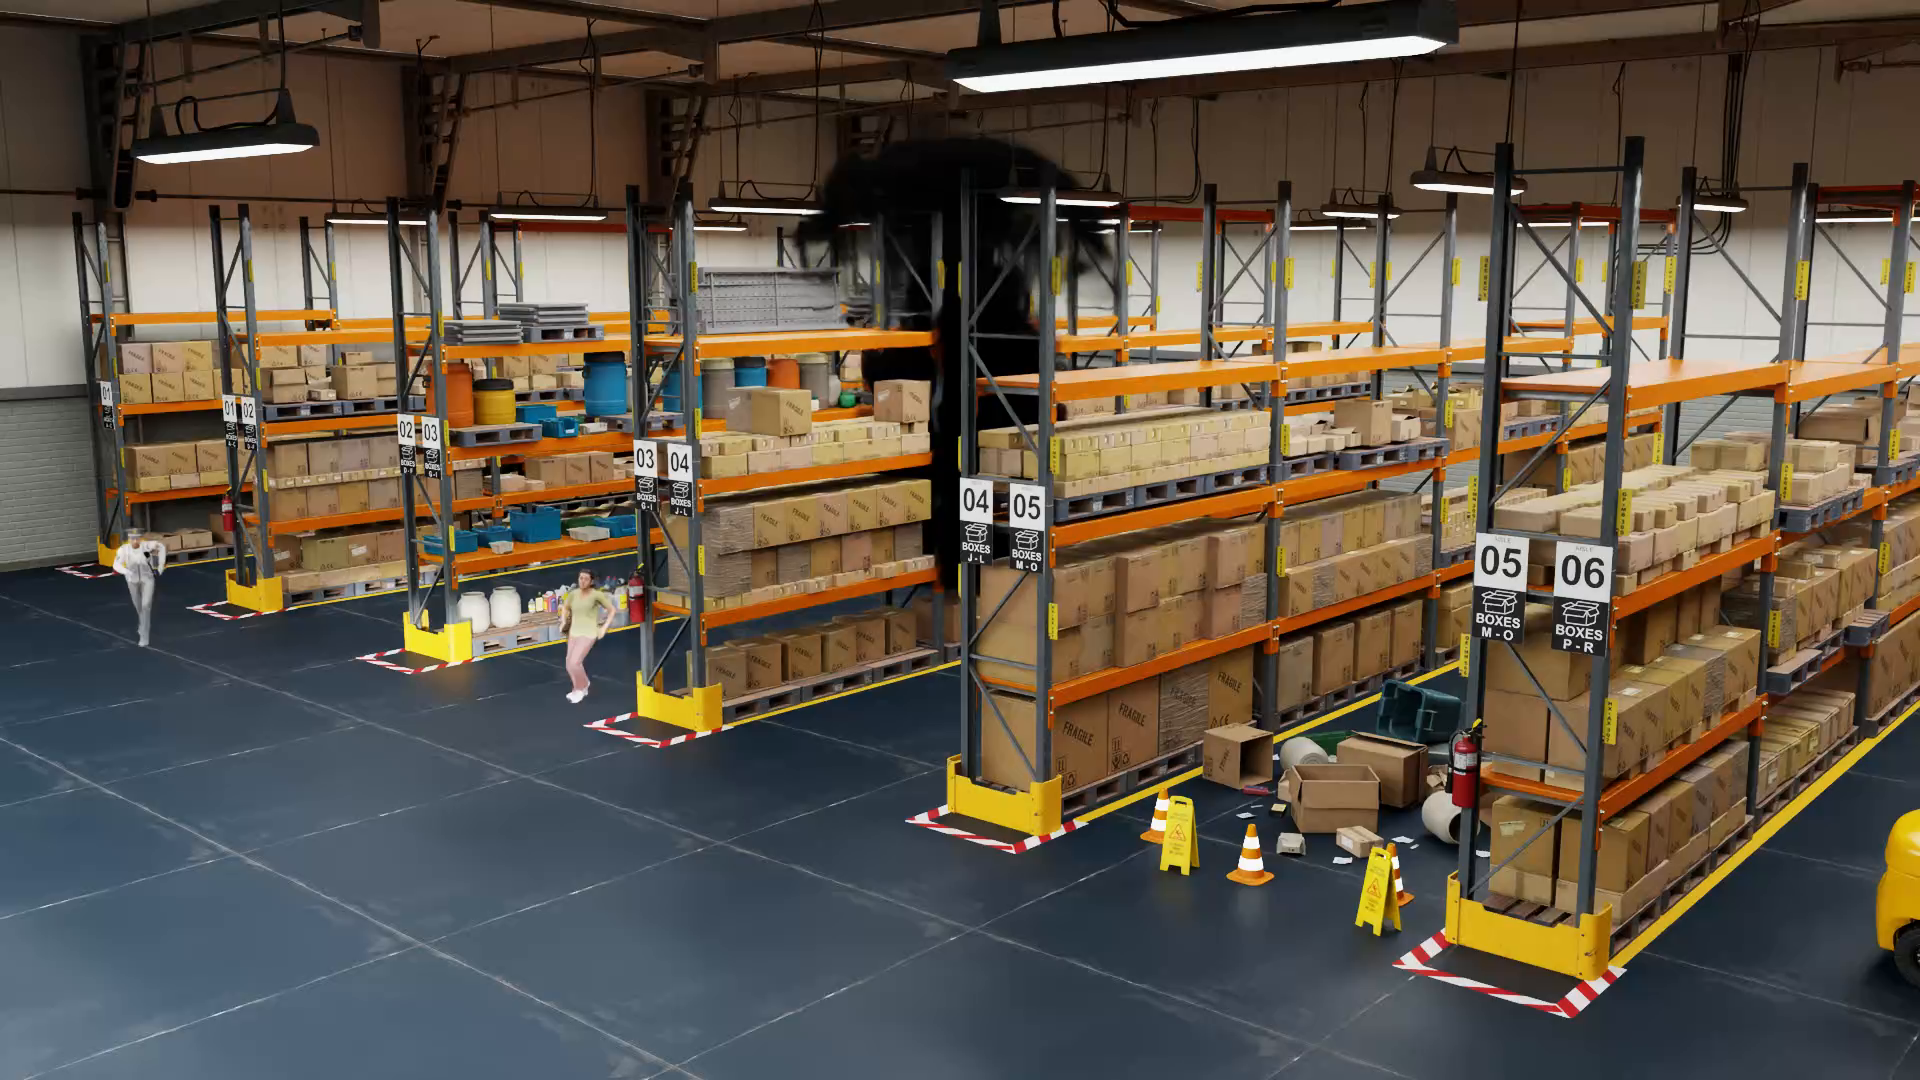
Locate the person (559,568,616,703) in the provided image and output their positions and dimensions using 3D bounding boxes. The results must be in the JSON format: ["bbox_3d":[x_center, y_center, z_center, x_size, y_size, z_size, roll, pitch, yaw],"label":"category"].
[{"bbox_3d":[-4.430,1.128,19.565,0.638,1.616,0.605,4,10,22],"label":"person"}]

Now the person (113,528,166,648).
[{"bbox_3d":[-11.268,0.599,22.907,0.656,1.645,0.968,-4,10,-23],"label":"person"}]
